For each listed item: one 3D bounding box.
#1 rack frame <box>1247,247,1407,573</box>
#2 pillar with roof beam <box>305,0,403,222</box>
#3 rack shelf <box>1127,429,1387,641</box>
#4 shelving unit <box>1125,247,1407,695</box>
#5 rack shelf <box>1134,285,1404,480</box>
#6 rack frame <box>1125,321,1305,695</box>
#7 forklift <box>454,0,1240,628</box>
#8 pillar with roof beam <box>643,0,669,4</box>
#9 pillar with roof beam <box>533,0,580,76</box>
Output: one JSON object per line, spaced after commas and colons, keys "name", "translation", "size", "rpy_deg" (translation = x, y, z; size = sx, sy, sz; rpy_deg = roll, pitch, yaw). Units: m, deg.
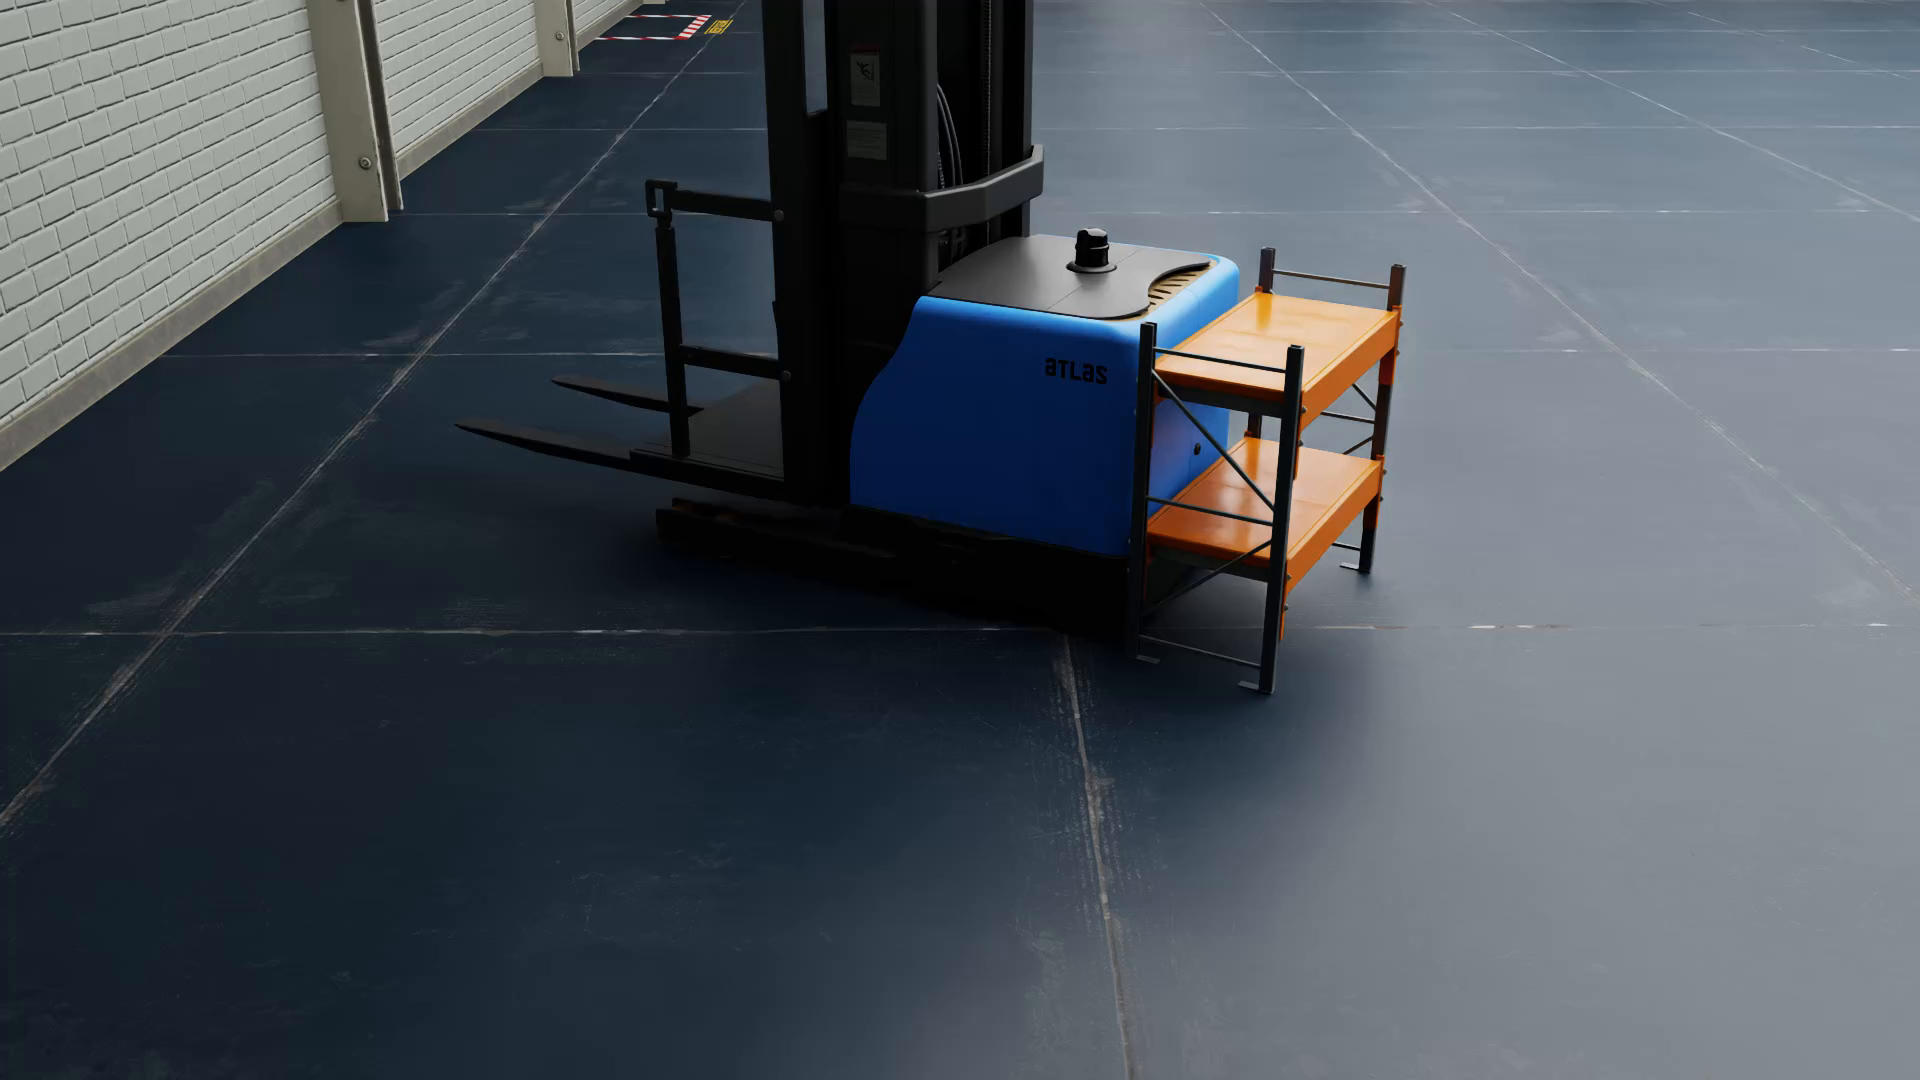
{"name": "rack frame", "translation": [1.265, -0.450, 5.879], "size": [0.500, 1.125, 0.032], "rpy_deg": [13, 28, 27]}
{"name": "pillar with roof beam", "translation": [0.407, -6.275, 9.204], "size": [9.100, 9.000, 0.400], "rpy_deg": [0, 24, -1]}
{"name": "rack shelf", "translation": [1.013, -0.045, 5.578], "size": [0.538, 0.278, 1.000], "rpy_deg": [13, 28, 27]}
{"name": "shelving unit", "translation": [1.013, -0.268, 5.477], "size": [0.538, 1.125, 1.048], "rpy_deg": [13, 28, 27]}
{"name": "rack shelf", "translation": [1.013, -0.534, 5.356], "size": [0.538, 0.278, 1.000], "rpy_deg": [13, 28, 27]}
{"name": "rack frame", "translation": [0.760, -0.086, 5.075], "size": [0.500, 1.125, 0.032], "rpy_deg": [13, 28, 27]}
{"name": "forklift", "translation": [-0.556, -1.450, 5.900], "size": [3.031, 2.935, 1.130], "rpy_deg": [12, 27, 24]}
{"name": "pillar with roof beam", "translation": [0.276, -11.219, 20.137], "size": [9.100, 9.000, 0.400], "rpy_deg": [0, 24, -1]}
{"name": "pillar with roof beam", "translation": [0.341, -8.747, 14.670], "size": [9.100, 9.000, 0.400], "rpy_deg": [0, 24, -1]}
